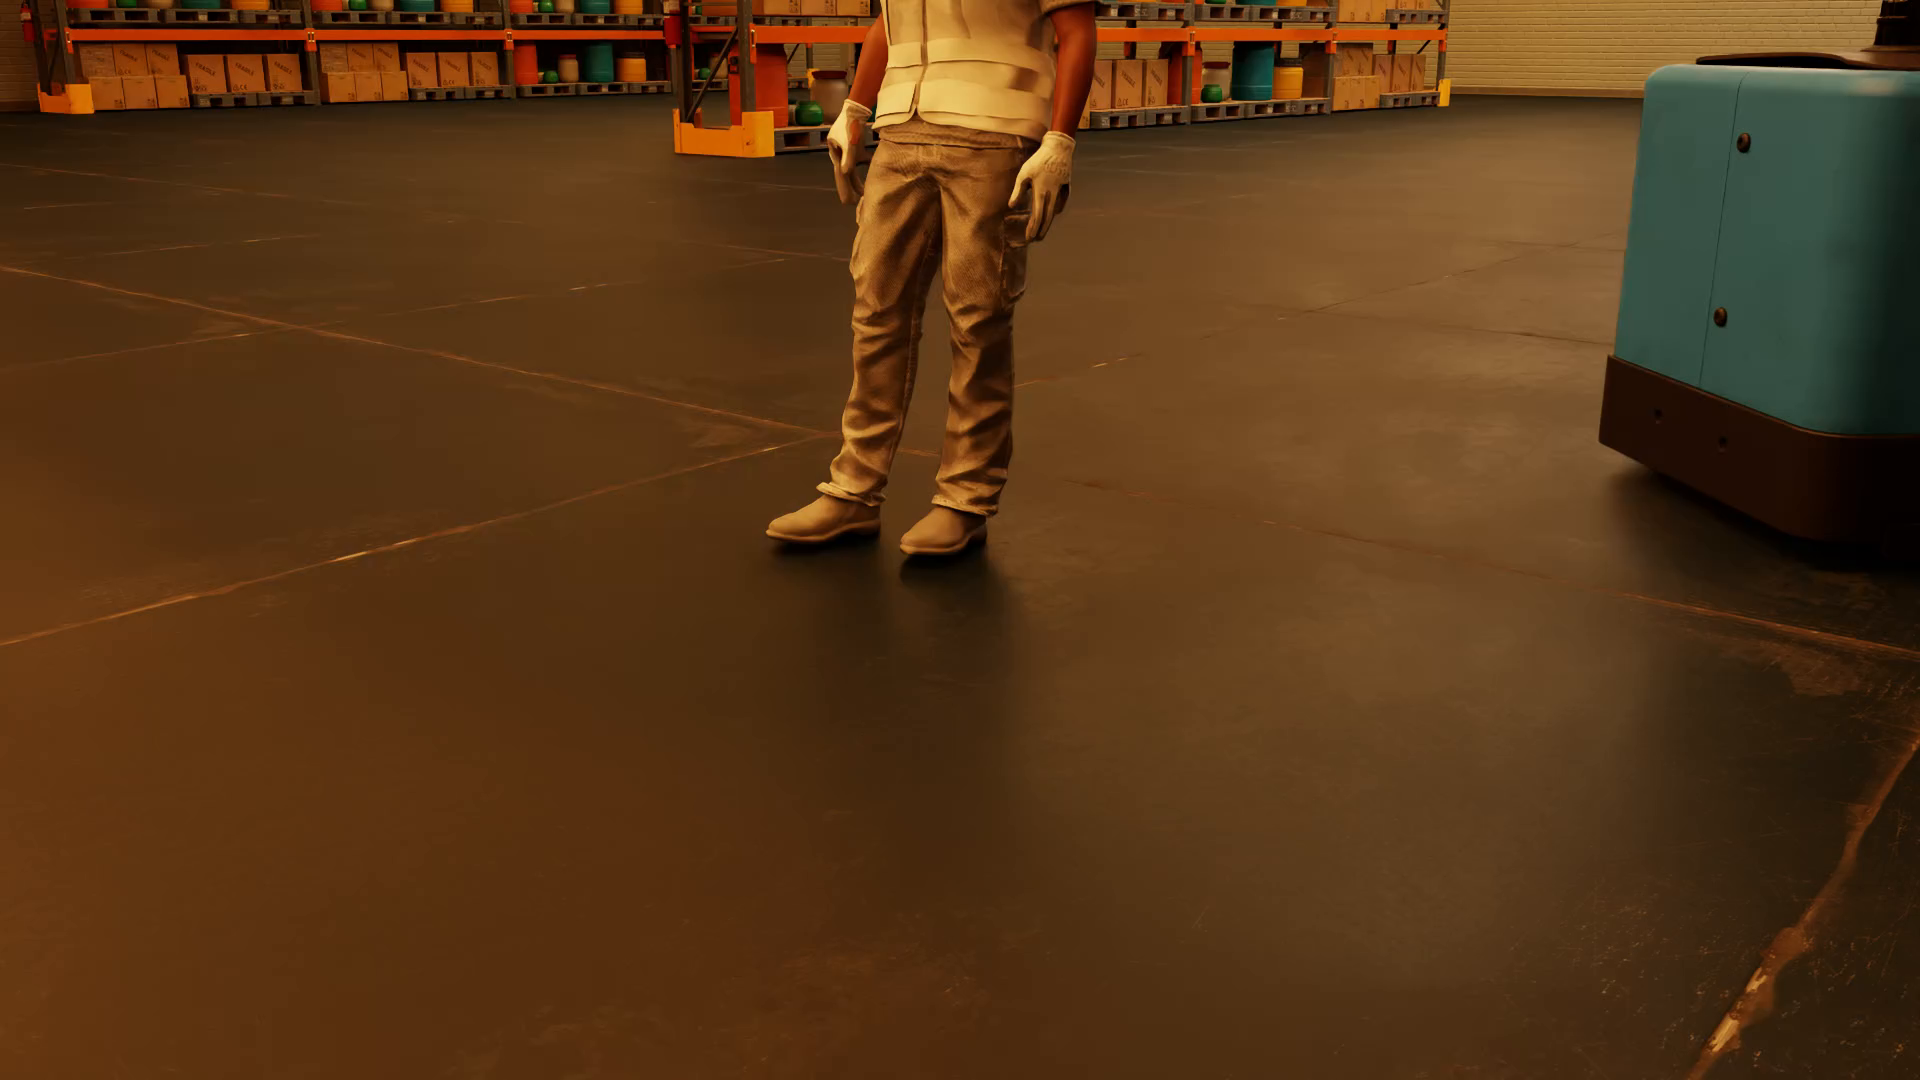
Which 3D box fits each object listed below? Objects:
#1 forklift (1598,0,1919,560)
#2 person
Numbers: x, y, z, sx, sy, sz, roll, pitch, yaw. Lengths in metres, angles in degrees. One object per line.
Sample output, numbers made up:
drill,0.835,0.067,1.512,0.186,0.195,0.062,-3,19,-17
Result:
forklift,3.312,-1.523,3.913,3.031,2.935,1.130,-2,17,-6
person,-0.053,-0.845,3.632,0.657,1.785,0.575,13,21,37
